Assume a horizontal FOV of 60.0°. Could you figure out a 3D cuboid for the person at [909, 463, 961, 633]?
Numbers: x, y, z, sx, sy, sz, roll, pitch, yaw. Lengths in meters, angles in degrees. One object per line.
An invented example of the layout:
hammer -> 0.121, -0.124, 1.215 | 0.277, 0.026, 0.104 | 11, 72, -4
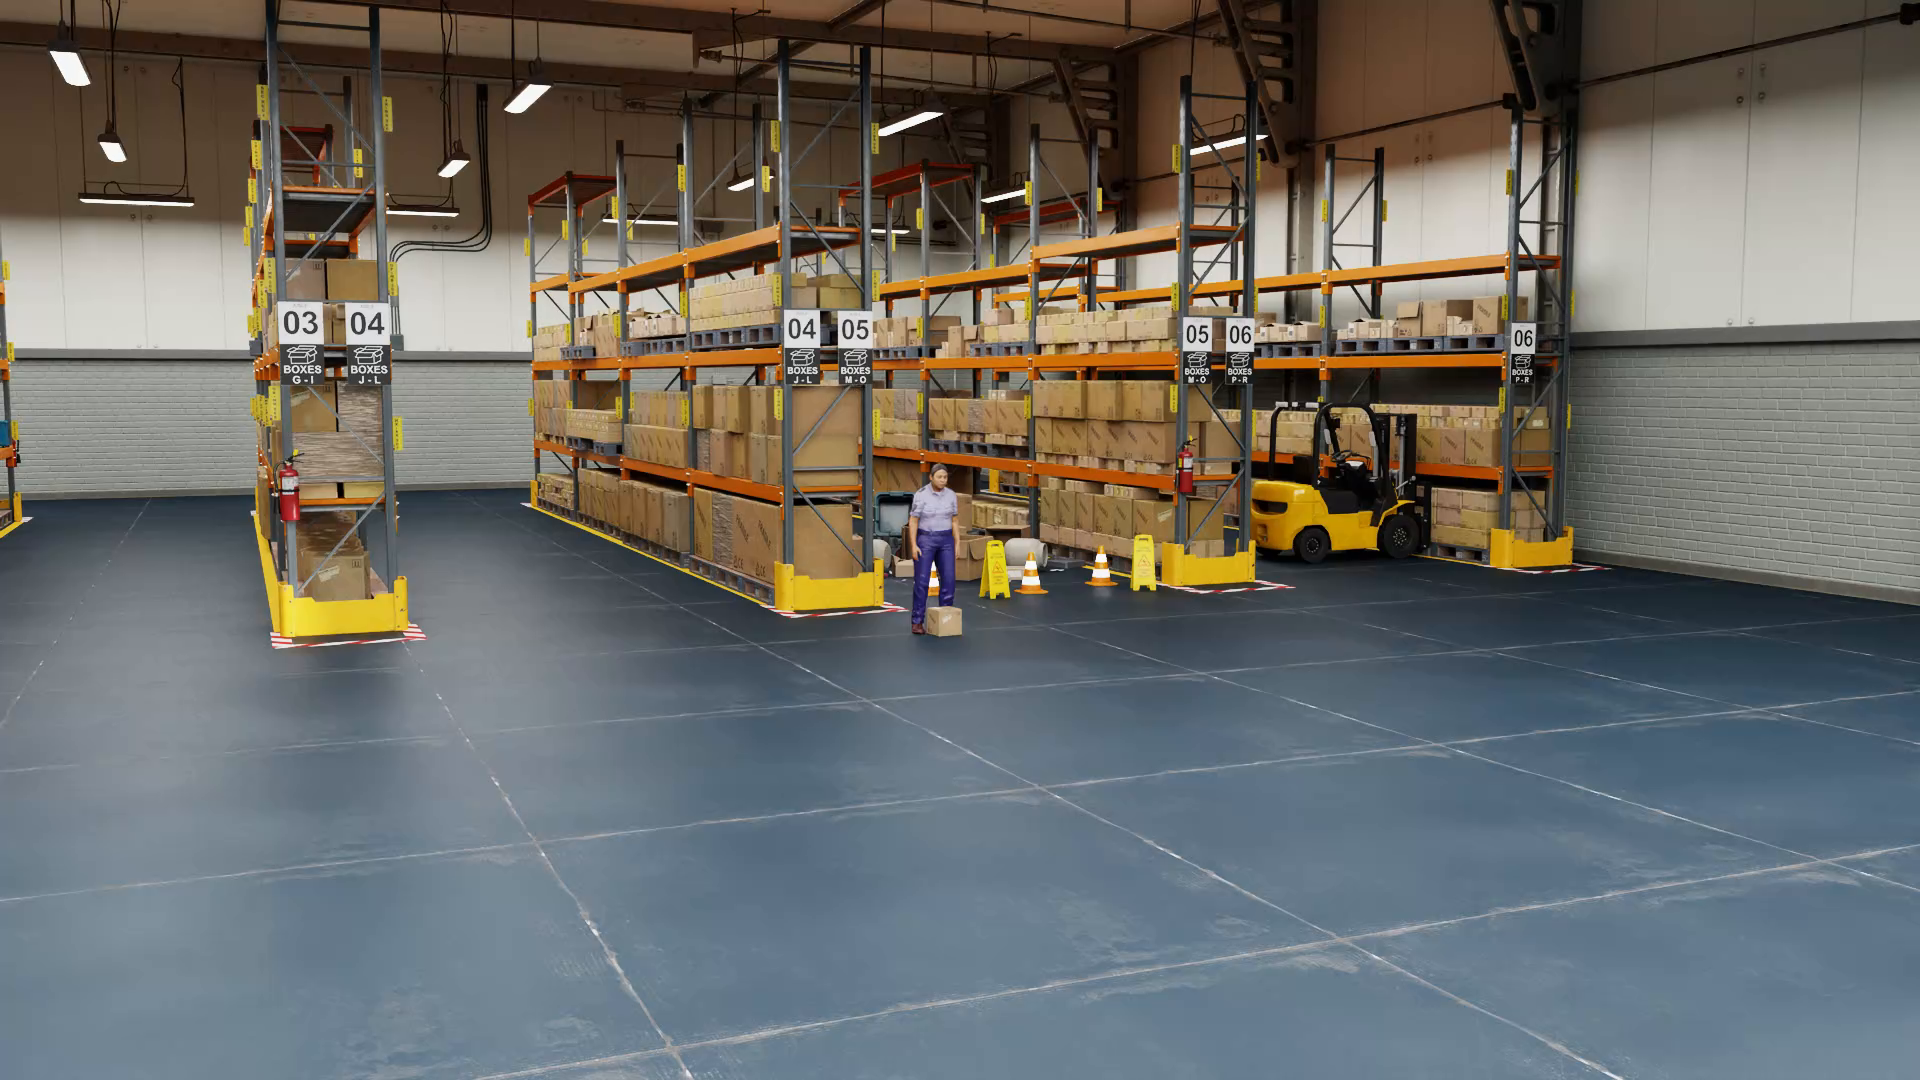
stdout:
person -> -0.242, 0.073, 16.286 | 0.538, 1.652, 0.414 | -2, 6, -23
